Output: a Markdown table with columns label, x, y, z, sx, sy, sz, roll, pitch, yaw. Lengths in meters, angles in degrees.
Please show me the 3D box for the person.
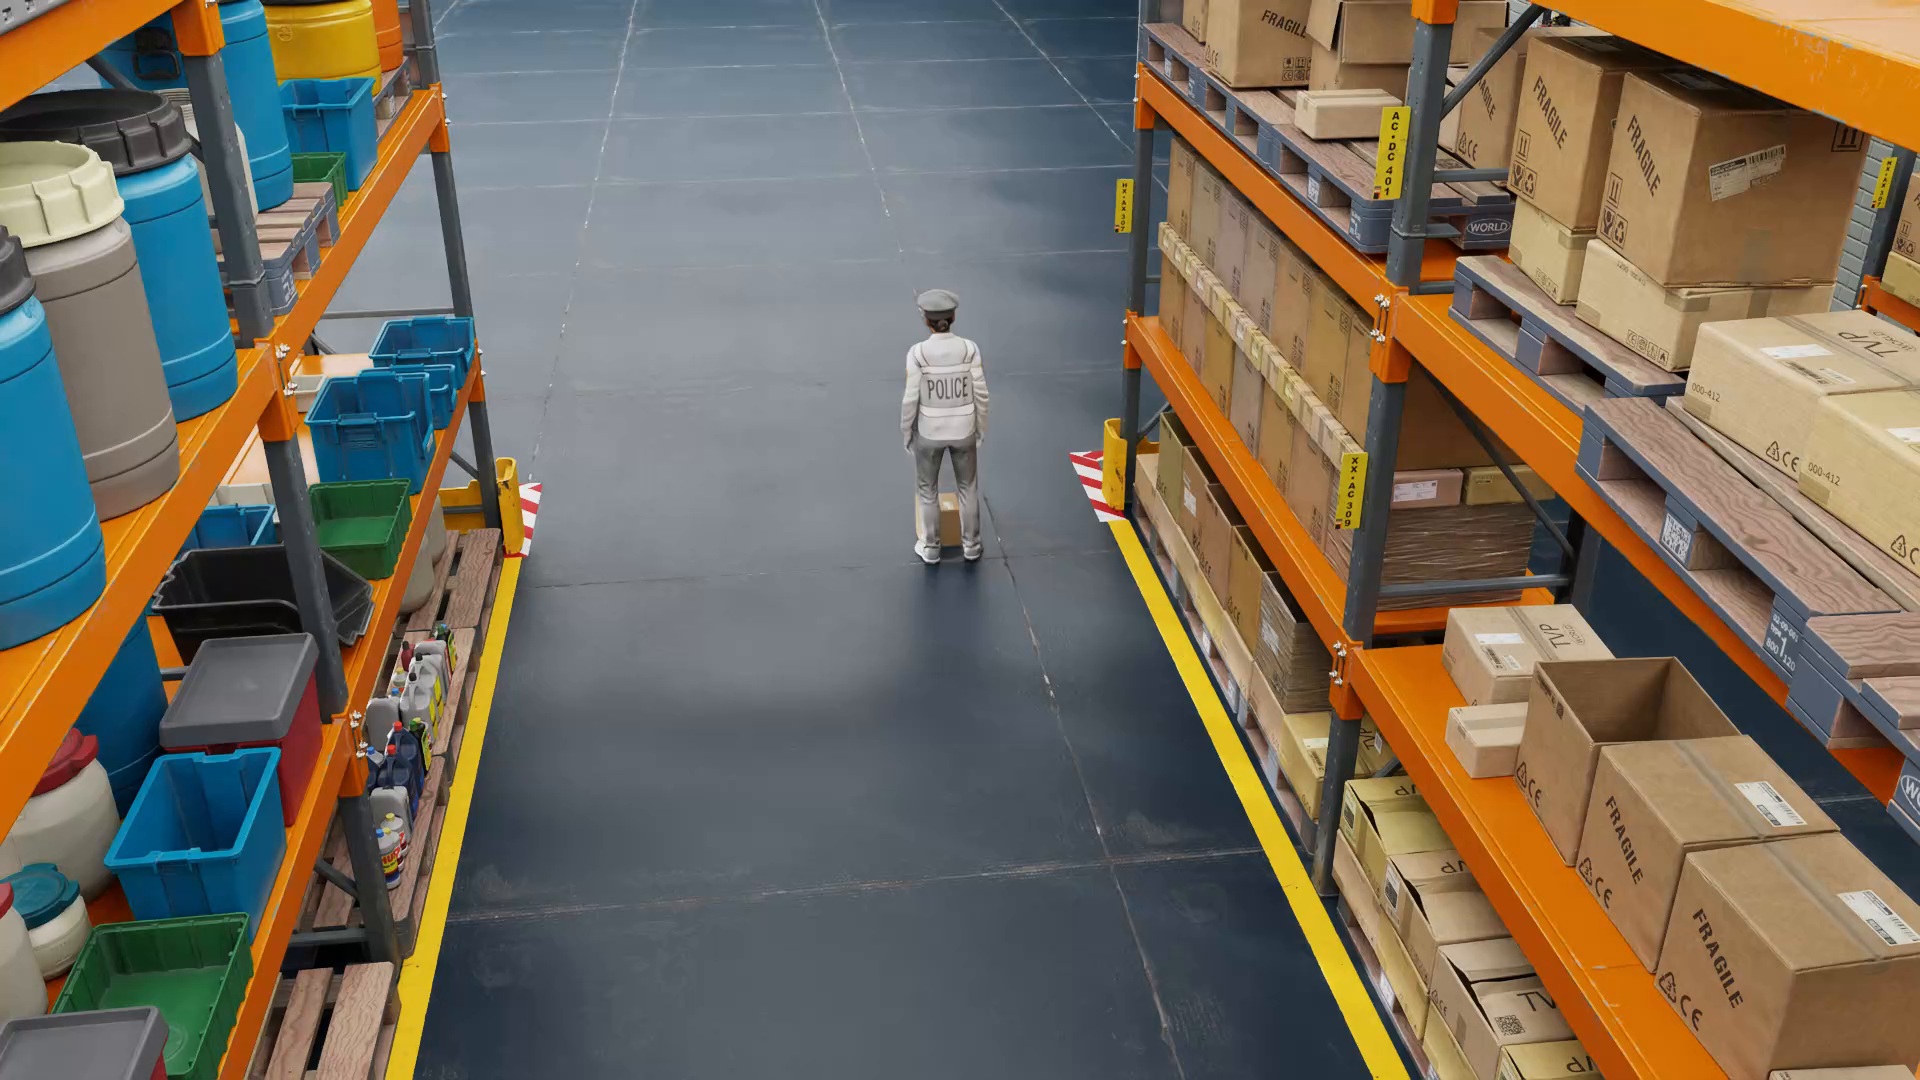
| label | x | y | z | sx | sy | sz | roll | pitch | yaw |
| --- | --- | --- | --- | --- | --- | --- | --- | --- | --- |
| person | -0.093 | -0.641 | 9.856 | 0.524 | 1.662 | 0.373 | -5 | 28 | -9 |
